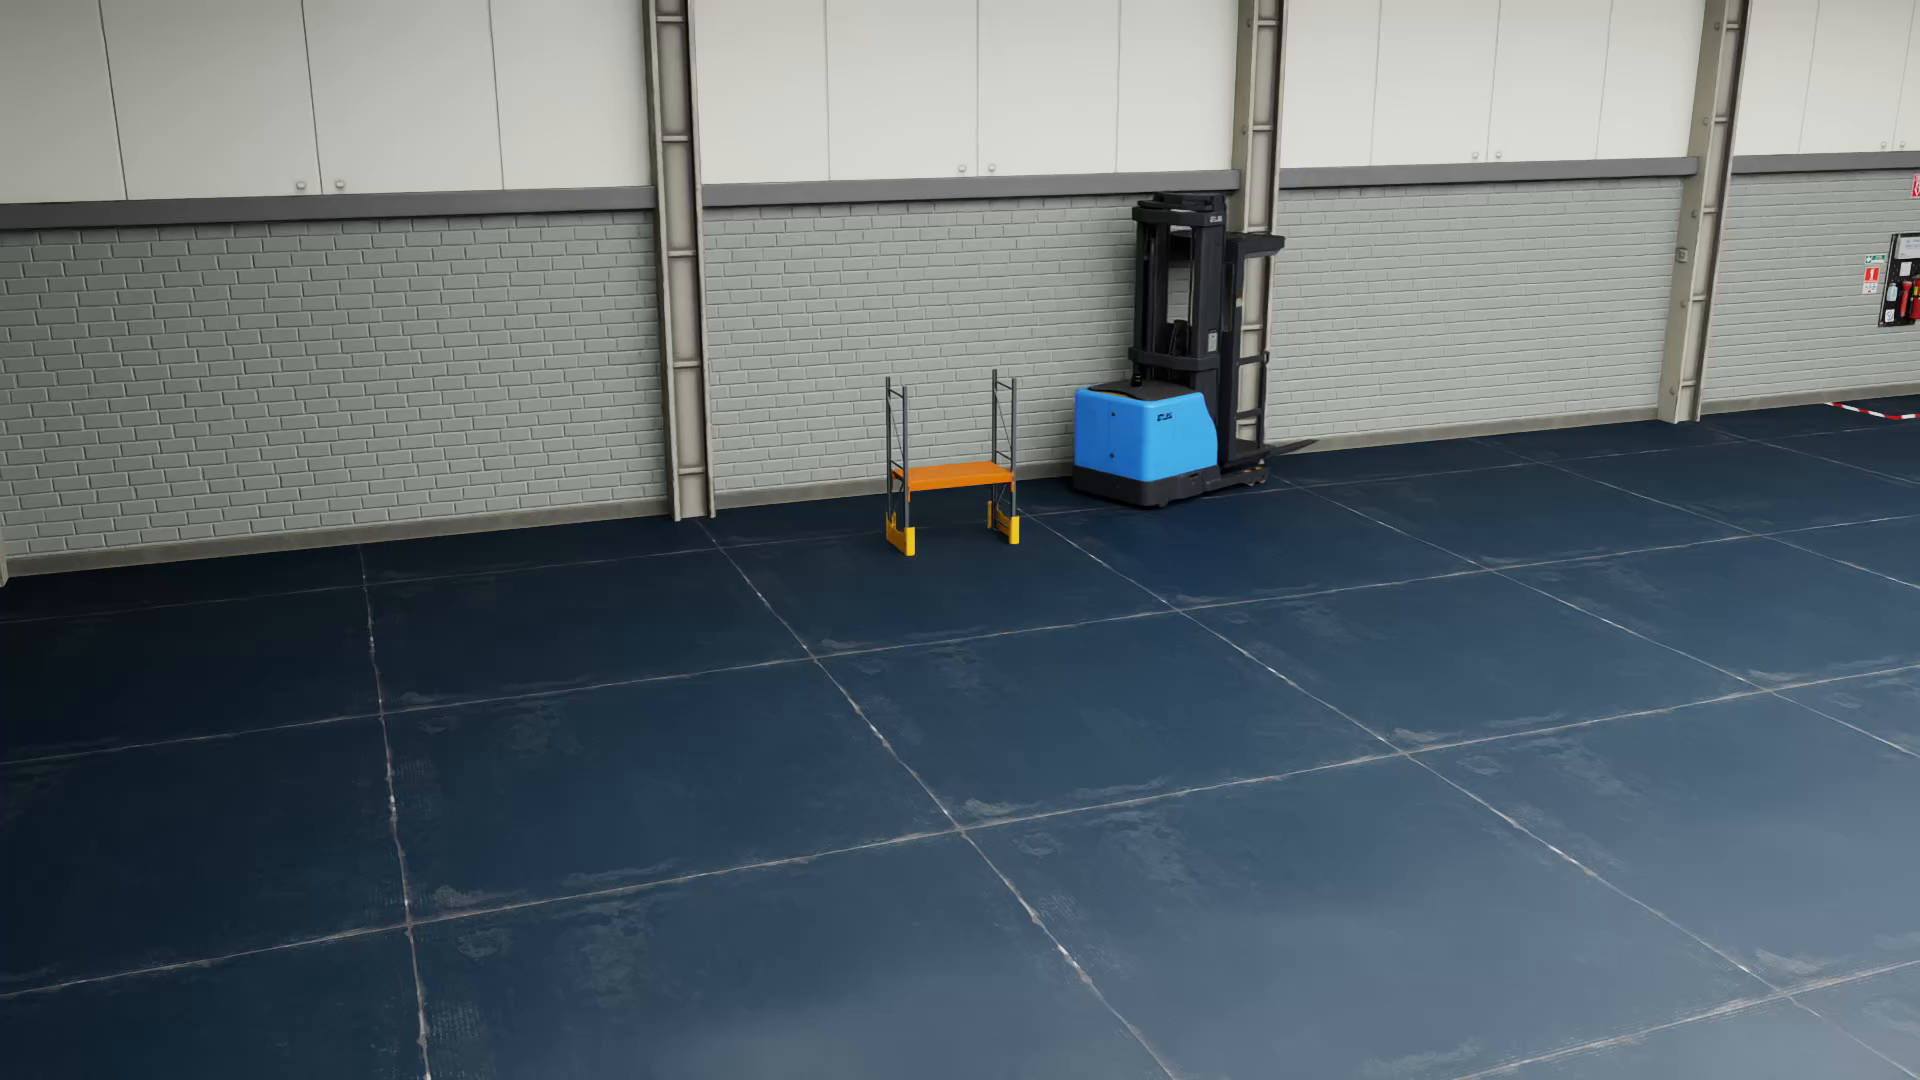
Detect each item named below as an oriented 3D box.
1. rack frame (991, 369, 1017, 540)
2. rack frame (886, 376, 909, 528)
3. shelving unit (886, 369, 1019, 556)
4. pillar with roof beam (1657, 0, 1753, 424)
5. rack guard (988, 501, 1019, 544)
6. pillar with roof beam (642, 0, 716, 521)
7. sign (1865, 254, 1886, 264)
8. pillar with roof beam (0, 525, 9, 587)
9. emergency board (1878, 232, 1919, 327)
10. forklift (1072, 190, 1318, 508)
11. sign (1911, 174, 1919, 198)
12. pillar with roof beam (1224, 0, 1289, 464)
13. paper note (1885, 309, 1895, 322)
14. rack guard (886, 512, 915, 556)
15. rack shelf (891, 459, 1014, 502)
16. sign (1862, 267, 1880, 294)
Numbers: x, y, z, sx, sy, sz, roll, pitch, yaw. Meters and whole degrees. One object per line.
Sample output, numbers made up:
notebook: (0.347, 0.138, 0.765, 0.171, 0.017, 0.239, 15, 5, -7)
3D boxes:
rack frame: (0.395, -0.762, 15.032, 0.032, 1.500, 0.500, -6, 17, -20)
rack frame: (-0.554, -0.660, 14.683, 0.032, 1.500, 0.500, -6, 17, -20)
shelving unit: (-0.071, -0.712, 14.861, 1.083, 1.500, 0.587, -6, 17, -20)
pillar with roof beam: (10.181, -4.633, 14.904, 0.400, 9.000, 9.100, -6, 17, -20)
rack guard: (0.394, -0.162, 15.208, 0.087, 0.250, 0.587, -6, 17, -20)
pillar with roof beam: (-1.024, -3.423, 10.784, 0.400, 9.000, 9.100, -6, 17, -20)
sign: (11.376, -3.494, 20.668, 0.331, 0.109, 0.001, -6, 17, -20)
pillar with roof beam: (-6.627, -2.818, 8.724, 0.400, 9.000, 9.100, -6, 17, -20)
emergency board: (11.922, -3.253, 20.852, 0.643, 1.169, 0.194, -6, 17, -20)
forklift: (2.539, -2.049, 16.875, 3.031, 2.935, 1.130, -15, 22, -41)
sign: (11.879, -4.391, 20.612, 0.199, 0.298, 0.001, -6, 17, -20)
pillar with roof beam: (4.578, -4.028, 12.844, 0.400, 9.000, 9.100, -6, 17, -20)
paper note: (11.732, -2.831, 20.977, 0.142, 0.148, 0.016, -6, 17, -20)
rack guard: (-0.536, -0.062, 14.866, 0.087, 0.250, 0.587, -6, 17, -20)
rack shelf: (-0.080, -0.538, 14.908, 1.000, 0.185, 0.538, -6, 17, -20)
sign: (11.369, -3.241, 20.749, 0.234, 0.329, 0.001, -6, 17, -20)
